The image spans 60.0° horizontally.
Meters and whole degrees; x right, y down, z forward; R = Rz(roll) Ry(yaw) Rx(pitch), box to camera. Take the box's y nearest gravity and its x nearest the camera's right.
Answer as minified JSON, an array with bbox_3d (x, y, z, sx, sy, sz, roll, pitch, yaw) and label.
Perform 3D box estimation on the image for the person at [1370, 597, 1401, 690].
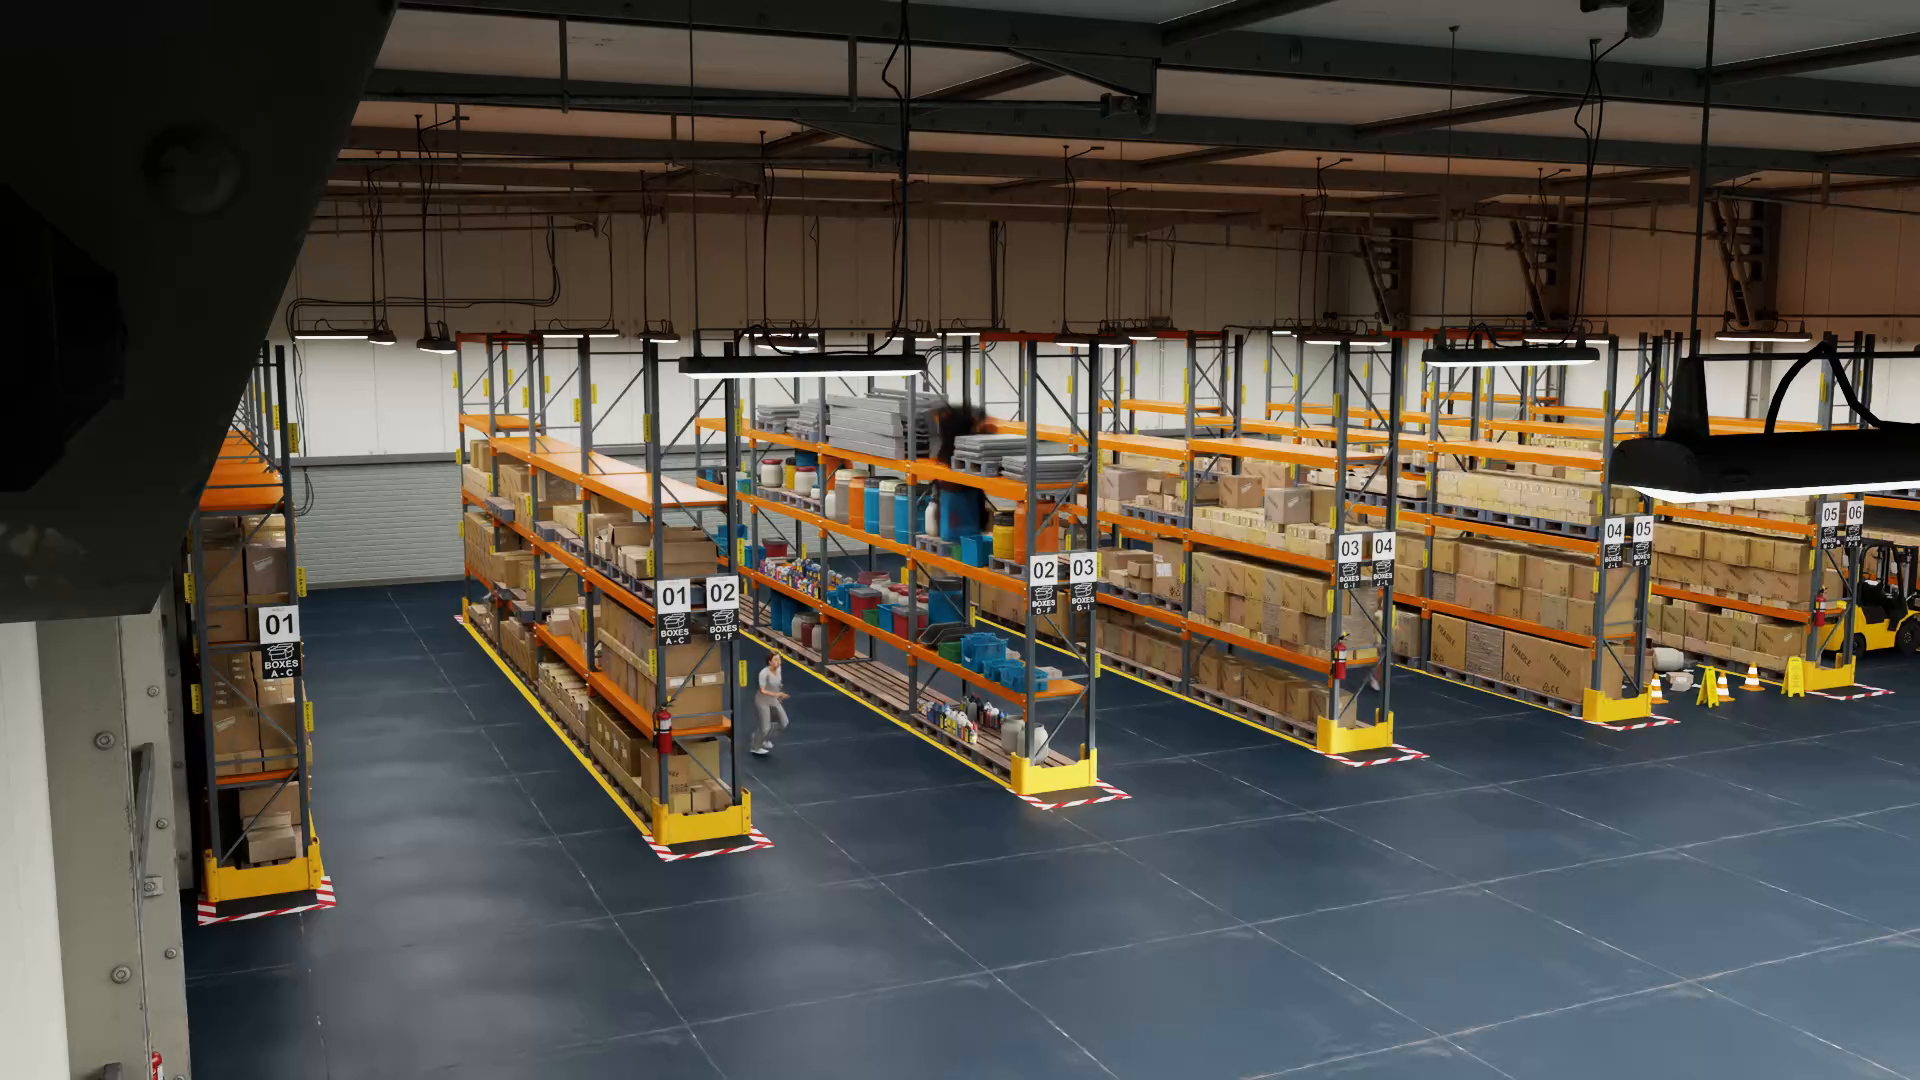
[{"bbox_3d":[7.171,1.740,28.018,0.548,1.631,0.611,-4,9,-27],"label":"person"}]

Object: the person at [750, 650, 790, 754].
[{"bbox_3d":[-2.731,2.344,23.961,0.755,1.561,0.562,5,9,34],"label":"person"}]

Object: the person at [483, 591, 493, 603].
[{"bbox_3d":[-9.896,0.705,35.771,0.734,1.657,0.616,-2,8,-16],"label":"person"}]
